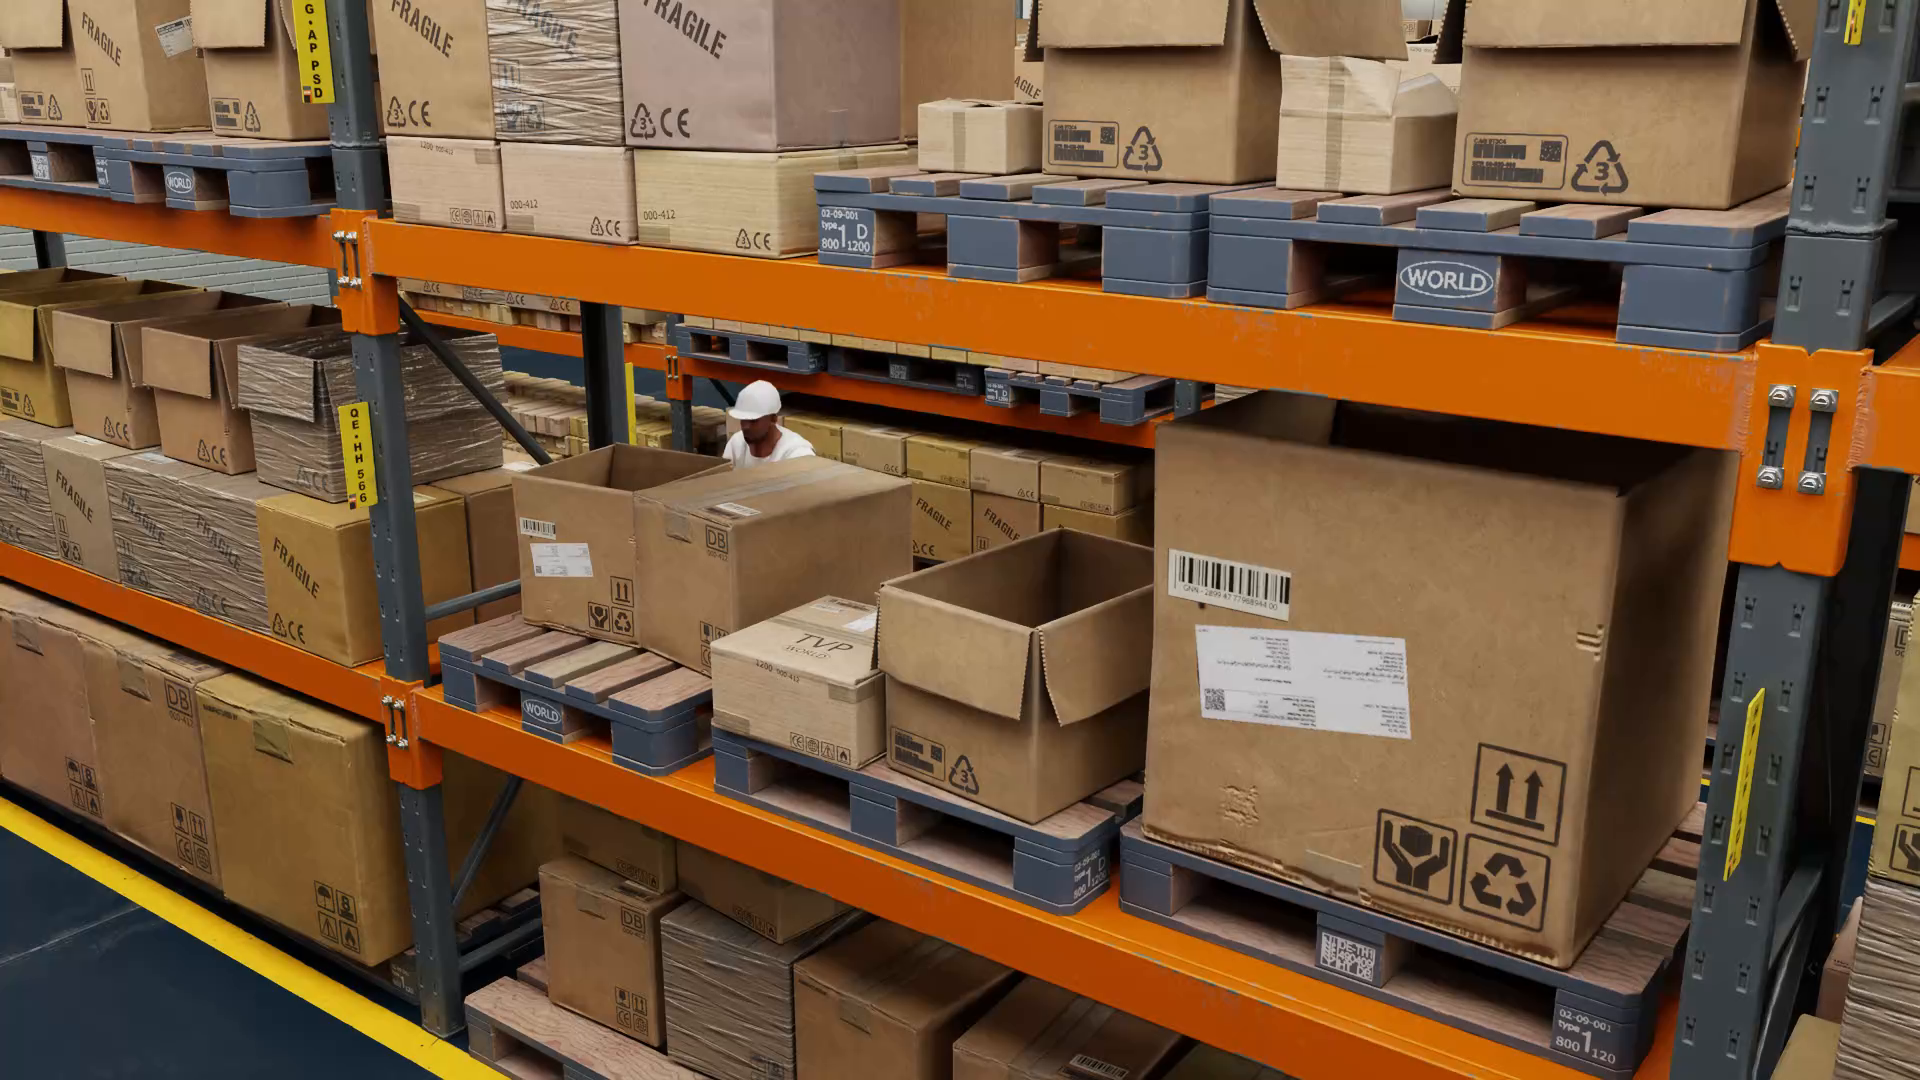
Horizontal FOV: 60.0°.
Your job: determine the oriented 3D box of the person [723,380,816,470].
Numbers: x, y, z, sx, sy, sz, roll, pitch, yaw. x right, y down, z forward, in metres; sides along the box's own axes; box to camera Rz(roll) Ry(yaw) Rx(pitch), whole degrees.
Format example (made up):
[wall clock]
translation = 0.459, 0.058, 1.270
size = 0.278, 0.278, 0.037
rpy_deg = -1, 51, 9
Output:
[person]
translation = -0.959, 0.061, 8.302
size = 0.626, 1.759, 0.463
rpy_deg = 11, 20, 32
